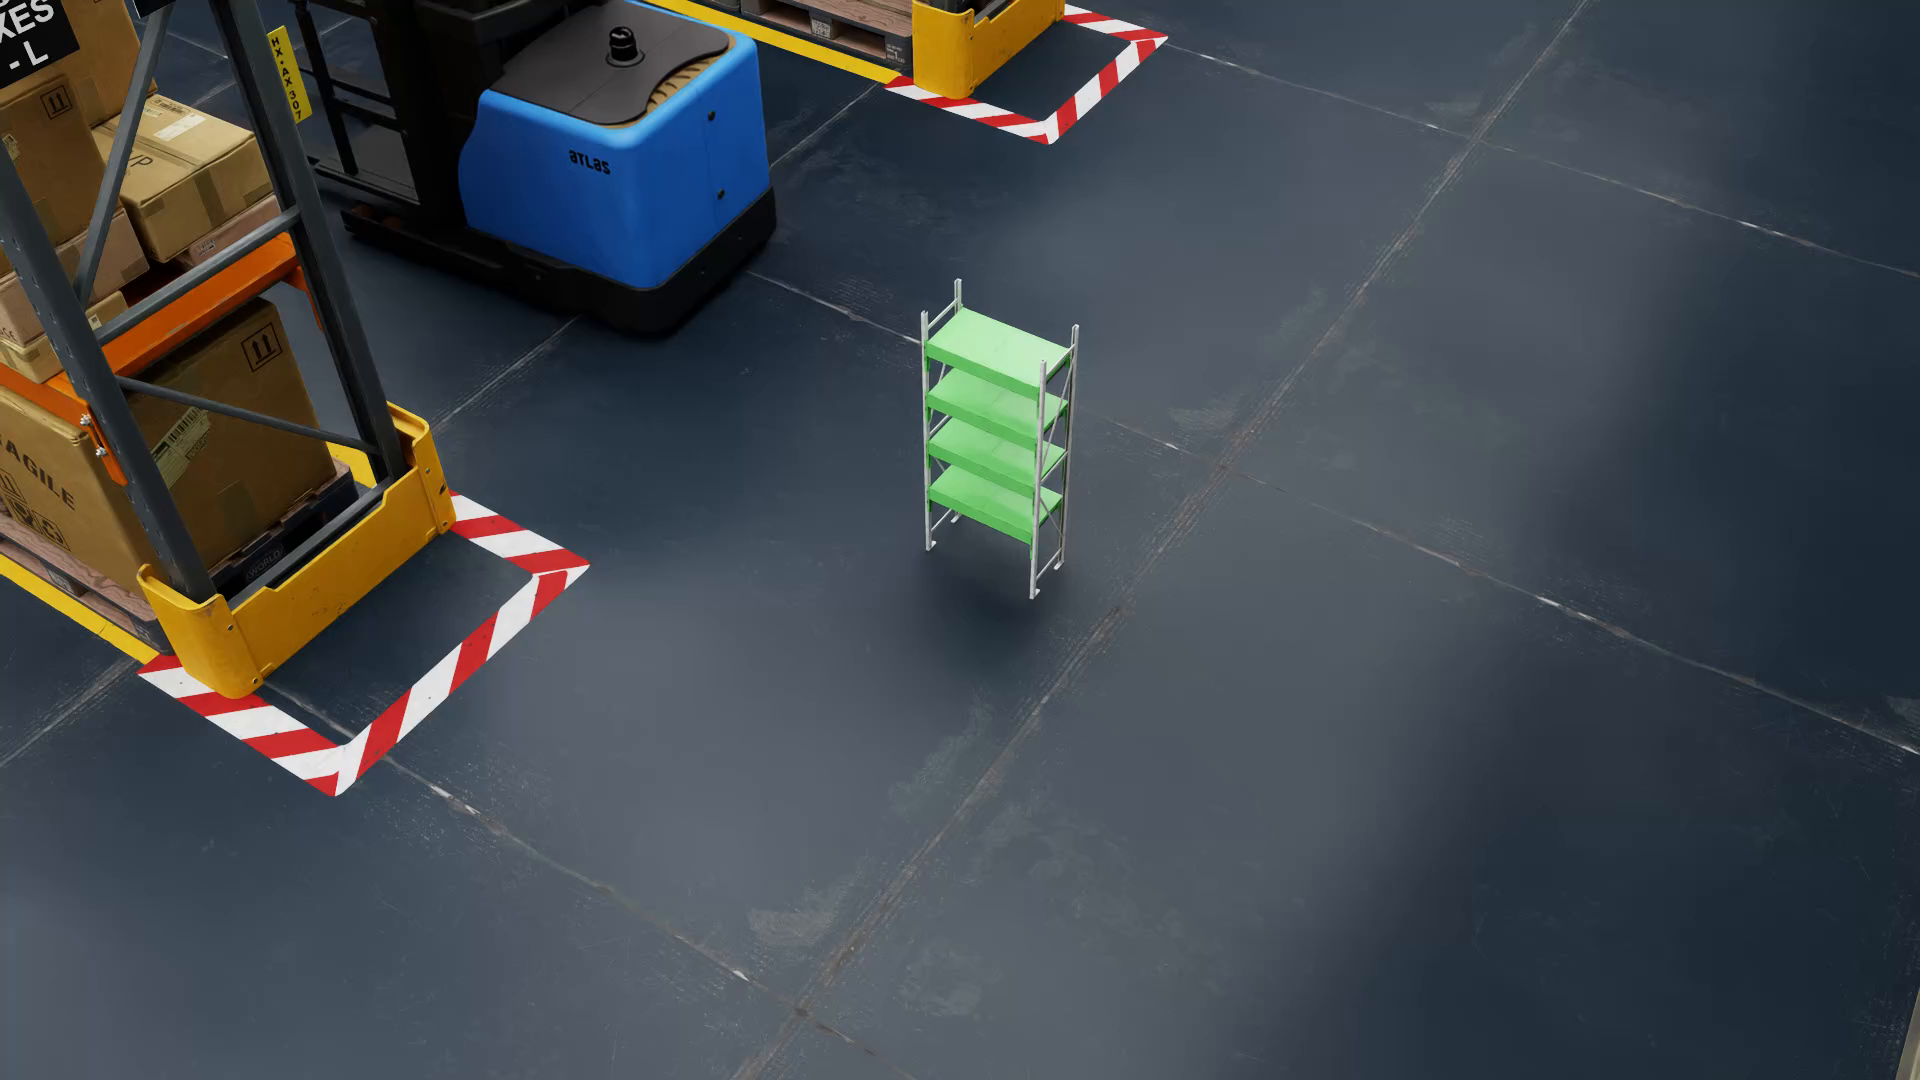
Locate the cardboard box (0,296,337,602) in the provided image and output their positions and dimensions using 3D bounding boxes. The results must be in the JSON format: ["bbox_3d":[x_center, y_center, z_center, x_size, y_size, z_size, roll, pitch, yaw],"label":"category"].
[{"bbox_3d":[-3.105,-0.470,6.303,0.875,0.875,0.875,25,51,22],"label":"cardboard box"}]

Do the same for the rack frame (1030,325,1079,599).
[{"bbox_3d":[0.345,-0.260,6.166,0.015,1.200,0.240,25,51,22],"label":"rack frame"}]

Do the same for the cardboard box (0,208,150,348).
[{"bbox_3d":[-3.075,-0.943,5.472,0.500,0.250,0.500,24,50,22],"label":"cardboard box"}]

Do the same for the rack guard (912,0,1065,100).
[{"bbox_3d":[0.178,-2.982,9.299,0.348,0.500,1.175,25,51,22],"label":"rack guard"}]

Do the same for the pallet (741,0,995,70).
[{"bbox_3d":[-0.523,-3.225,9.737,1.213,0.211,1.003,25,51,22],"label":"pallet"}]

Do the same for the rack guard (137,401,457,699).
[{"bbox_3d":[-2.503,0.016,6.386,0.348,0.500,1.175,25,51,22],"label":"rack guard"}]

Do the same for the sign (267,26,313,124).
[{"bbox_3d":[-2.219,-1.526,5.483,0.005,0.325,0.100,25,51,22],"label":"sign"}]

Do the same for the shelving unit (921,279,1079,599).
[{"bbox_3d":[0.139,-0.354,6.257,0.503,1.200,0.258,25,51,22],"label":"shelving unit"}]

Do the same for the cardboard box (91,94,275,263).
[{"bbox_3d":[-2.782,-1.264,5.784,0.500,0.250,0.500,23,50,21],"label":"cardboard box"}]

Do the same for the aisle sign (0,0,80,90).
[{"bbox_3d":[-2.625,-1.561,4.363,0.004,0.787,0.394,25,51,22],"label":"aisle sign"}]

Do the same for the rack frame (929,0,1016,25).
[{"bbox_3d":[0.150,-3.854,8.404,0.127,3.000,1.000,25,51,22],"label":"rack frame"}]

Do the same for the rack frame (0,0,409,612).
[{"bbox_3d":[-2.524,-0.864,5.498,0.127,3.000,1.000,25,51,22],"label":"rack frame"}]

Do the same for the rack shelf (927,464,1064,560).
[{"bbox_3d":[0.139,-0.142,6.475,0.480,0.148,0.258,25,51,22],"label":"rack shelf"}]

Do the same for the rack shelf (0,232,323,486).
[{"bbox_3d":[-4.207,-1.388,6.509,4.000,0.370,1.077,25,51,22],"label":"rack shelf"}]

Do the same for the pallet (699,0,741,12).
[{"bbox_3d":[-1.546,-3.698,10.196,1.213,0.211,1.003,25,51,22],"label":"pallet"}]

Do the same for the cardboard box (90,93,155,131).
[{"bbox_3d":[-3.223,-1.462,5.976,0.500,0.250,0.500,24,51,22],"label":"cardboard box"}]

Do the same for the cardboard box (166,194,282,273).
[{"bbox_3d":[-2.644,-1.113,5.915,0.250,0.149,0.380,25,51,23],"label":"cardboard box"}]

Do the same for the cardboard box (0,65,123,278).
[{"bbox_3d":[-3.076,-1.207,5.205,0.500,0.500,0.500,25,51,23],"label":"cardboard box"}]

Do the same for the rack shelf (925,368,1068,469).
[{"bbox_3d":[0.139,-0.477,6.131,0.480,0.148,0.258,25,51,22],"label":"rack shelf"}]

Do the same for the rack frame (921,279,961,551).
[{"bbox_3d":[-0.066,-0.449,6.349,0.015,1.200,0.240,25,51,22],"label":"rack frame"}]

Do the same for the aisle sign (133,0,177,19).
[{"bbox_3d":[-2.301,-1.923,4.715,0.004,0.787,0.394,25,51,22],"label":"aisle sign"}]

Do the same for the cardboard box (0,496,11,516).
[{"bbox_3d":[-3.871,-0.822,6.646,0.875,0.875,0.875,25,51,22],"label":"cardboard box"}]

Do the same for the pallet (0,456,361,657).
[{"bbox_3d":[-3.239,-0.155,6.753,1.213,0.211,1.003,25,51,22],"label":"pallet"}]

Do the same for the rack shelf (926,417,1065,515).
[{"bbox_3d":[0.139,-0.310,6.303,0.480,0.148,0.258,25,51,22],"label":"rack shelf"}]

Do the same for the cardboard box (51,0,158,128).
[{"bbox_3d":[-3.203,-1.719,5.703,0.500,0.500,0.500,24,50,21],"label":"cardboard box"}]

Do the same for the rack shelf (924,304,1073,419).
[{"bbox_3d":[0.139,-0.644,5.959,0.480,0.148,0.258,25,51,22],"label":"rack shelf"}]

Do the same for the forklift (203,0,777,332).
[{"bbox_3d":[-2.437,-2.743,7.372,3.031,2.935,1.130,22,50,20],"label":"forklift"}]

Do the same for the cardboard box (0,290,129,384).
[{"bbox_3d":[-3.001,-0.716,5.529,0.250,0.149,0.380,26,51,23],"label":"cardboard box"}]
